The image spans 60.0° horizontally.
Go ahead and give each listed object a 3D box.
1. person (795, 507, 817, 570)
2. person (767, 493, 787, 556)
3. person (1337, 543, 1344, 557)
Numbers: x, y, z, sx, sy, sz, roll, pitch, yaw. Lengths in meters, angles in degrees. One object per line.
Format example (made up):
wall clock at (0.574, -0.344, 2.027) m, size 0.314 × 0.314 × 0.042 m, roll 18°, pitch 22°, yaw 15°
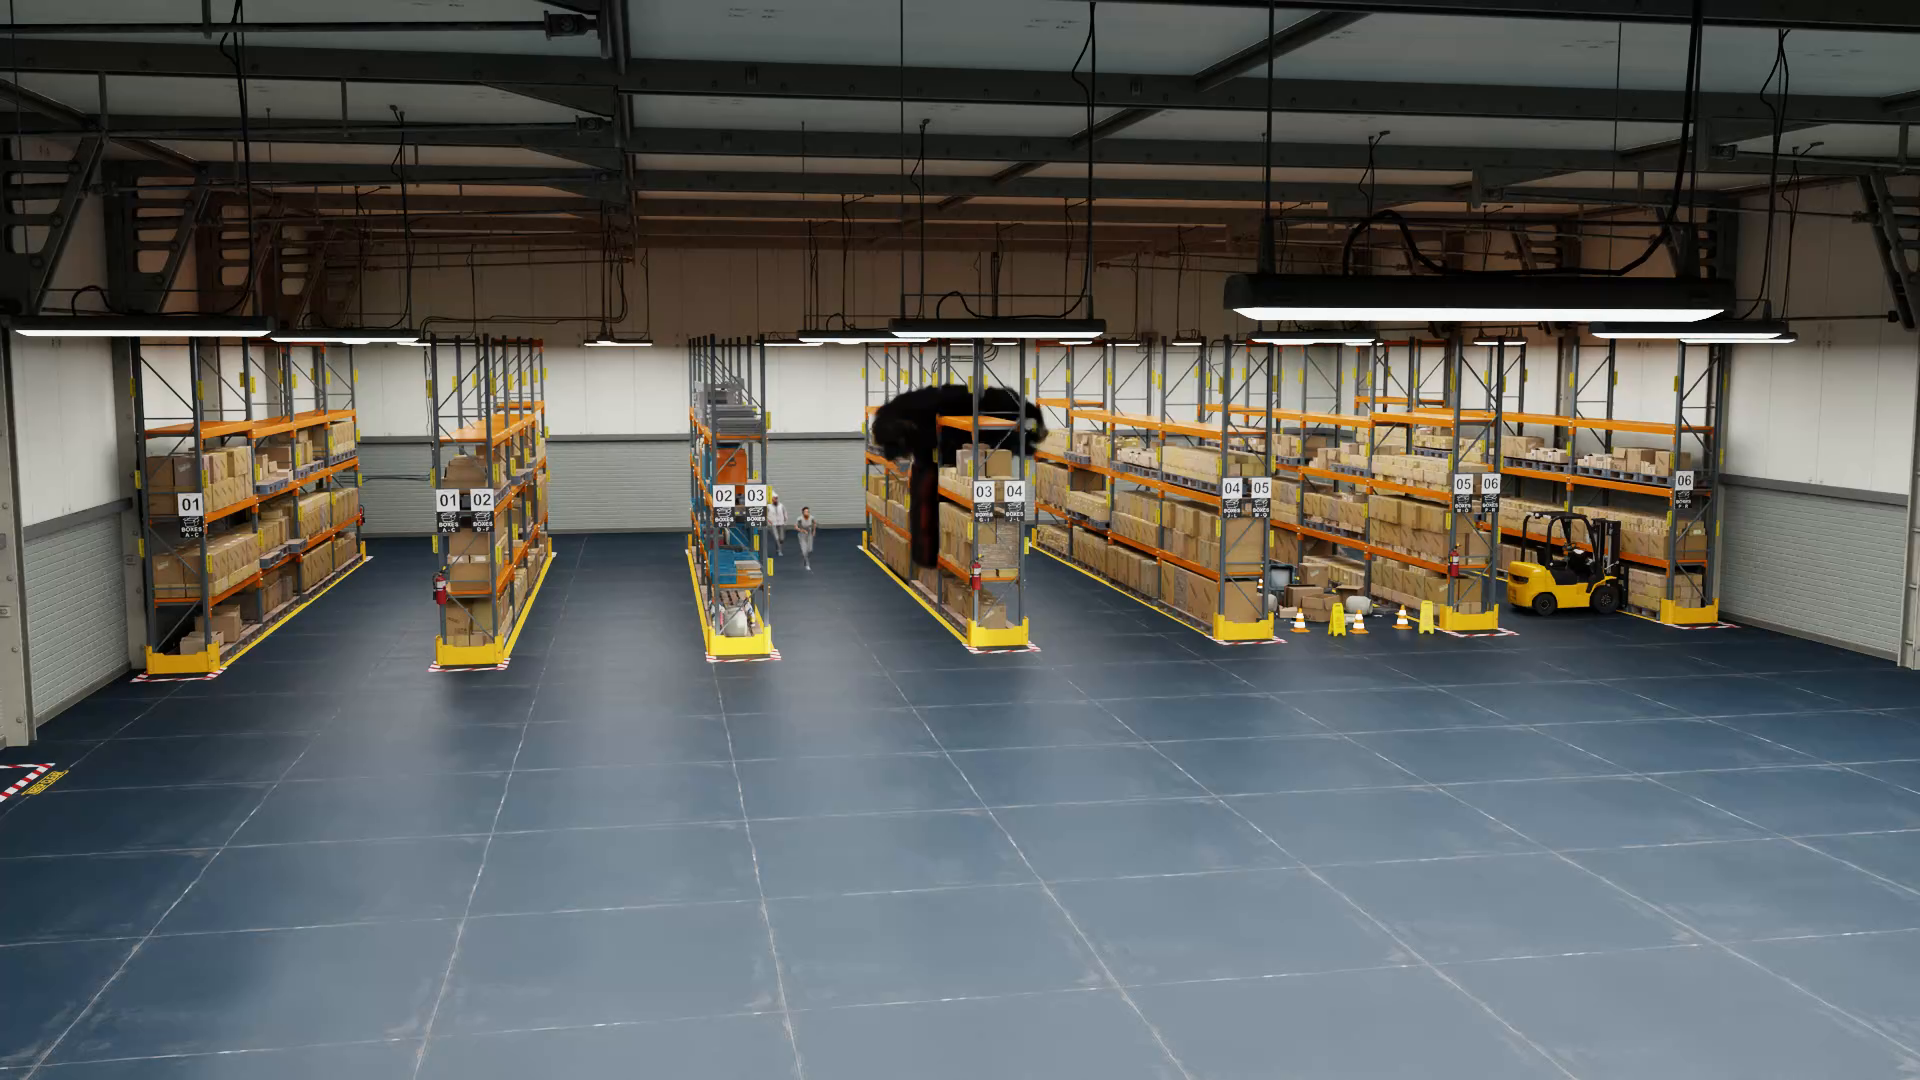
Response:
person at (-3.797, -0.043, 41.104) m, size 0.554 × 1.581 × 0.686 m, roll -1°, pitch 7°, yaw -11°
person at (-5.154, -0.439, 46.402) m, size 0.678 × 1.740 × 0.669 m, roll -3°, pitch 7°, yaw -21°
person at (9.953, -0.197, 44.387) m, size 0.663 × 1.682 × 0.745 m, roll -3°, pitch 7°, yaw -22°
